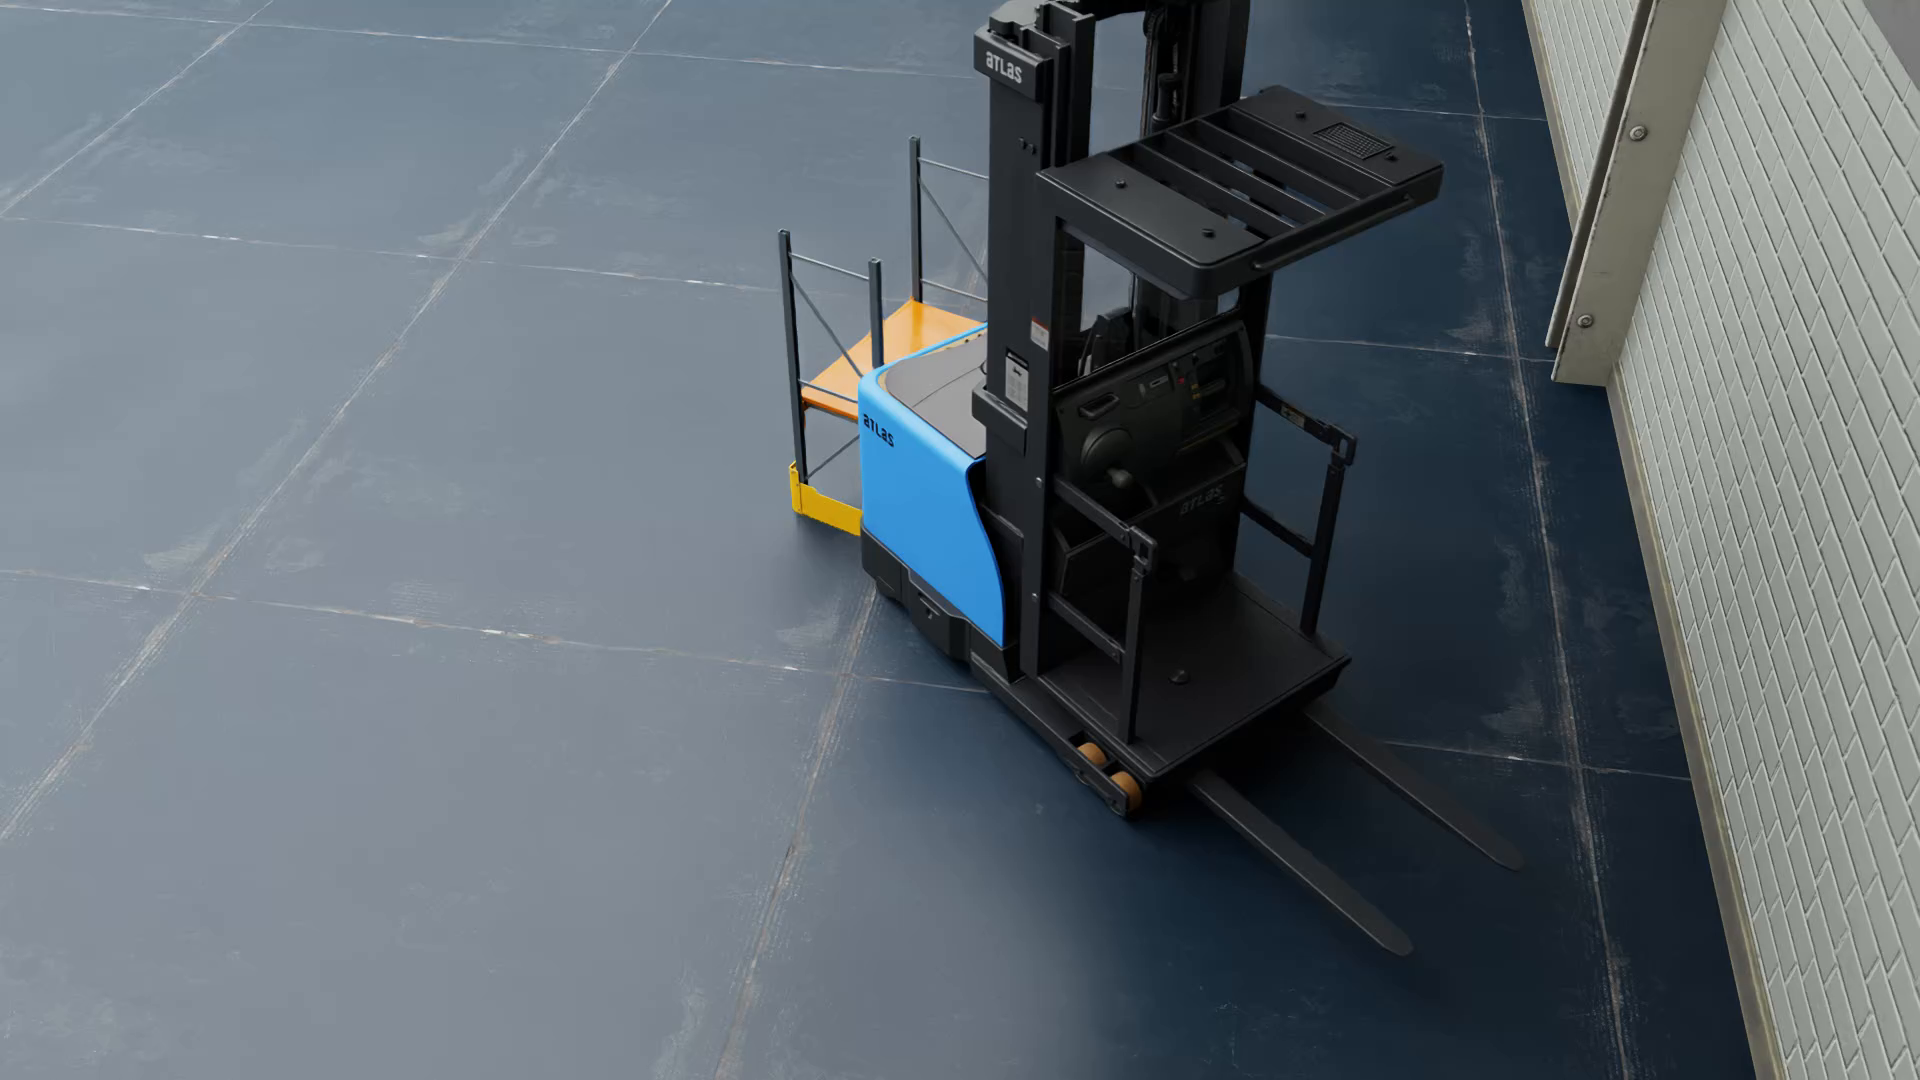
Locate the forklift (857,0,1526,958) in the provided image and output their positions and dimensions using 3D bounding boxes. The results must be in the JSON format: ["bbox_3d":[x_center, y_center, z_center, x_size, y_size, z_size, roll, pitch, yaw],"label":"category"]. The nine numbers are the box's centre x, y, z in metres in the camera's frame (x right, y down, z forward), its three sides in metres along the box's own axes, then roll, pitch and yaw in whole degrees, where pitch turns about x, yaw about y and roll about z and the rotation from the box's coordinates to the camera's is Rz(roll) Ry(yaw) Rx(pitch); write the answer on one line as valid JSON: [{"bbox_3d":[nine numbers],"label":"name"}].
[{"bbox_3d":[0.853,-0.425,5.963,1.130,2.935,3.031,-26,46,-28],"label":"forklift"}]

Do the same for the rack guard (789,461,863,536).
[{"bbox_3d":[-0.534,-0.167,7.756,0.587,0.250,0.087,21,44,24],"label":"rack guard"}]

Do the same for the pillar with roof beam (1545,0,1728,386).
[{"bbox_3d":[-0.933,-4.886,6.598,9.100,9.000,0.400,6,40,8],"label":"pillar with roof beam"}]

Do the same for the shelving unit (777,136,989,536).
[{"bbox_3d":[-0.274,-0.920,7.686,0.587,1.500,1.083,21,44,24],"label":"shelving unit"}]

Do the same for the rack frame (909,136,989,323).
[{"bbox_3d":[-0.014,-1.191,8.014,0.500,1.500,0.032,21,44,24],"label":"rack frame"}]

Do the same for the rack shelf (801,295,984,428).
[{"bbox_3d":[-0.279,-0.776,7.794,0.538,0.185,1.000,21,44,24],"label":"rack shelf"}]

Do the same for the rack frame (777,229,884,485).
[{"bbox_3d":[-0.544,-0.638,7.345,0.500,1.500,0.032,21,44,24],"label":"rack frame"}]
